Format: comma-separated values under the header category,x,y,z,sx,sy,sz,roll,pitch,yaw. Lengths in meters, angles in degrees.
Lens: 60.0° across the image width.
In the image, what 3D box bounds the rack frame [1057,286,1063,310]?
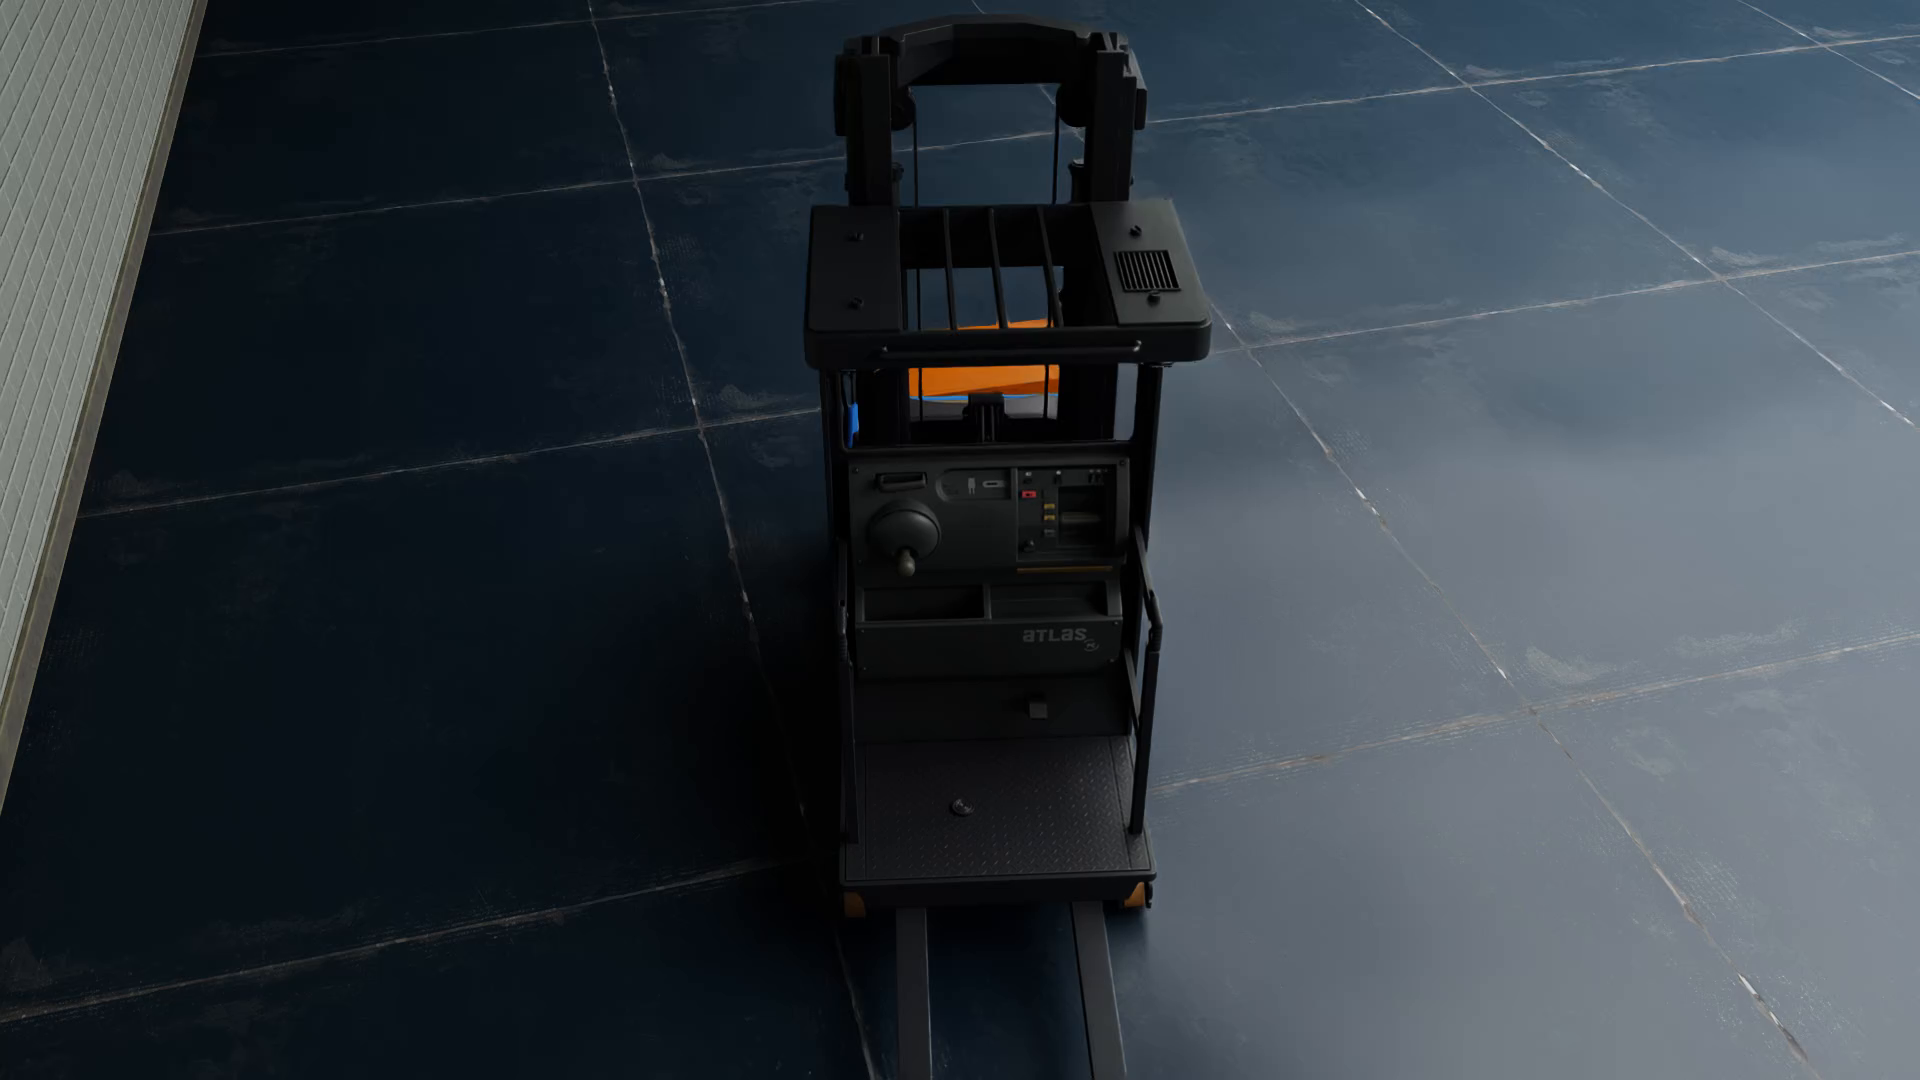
category,x,y,z,sx,sy,sz,roll,pitch,yaw
rack frame,0.501,-0.529,7.516,0.032,1.125,0.500,-8,38,-11

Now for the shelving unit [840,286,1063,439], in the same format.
category,x,y,z,sx,sy,sz,roll,pitch,yaw
shelving unit,0.007,-0.456,7.420,1.048,1.125,0.538,-8,38,-11

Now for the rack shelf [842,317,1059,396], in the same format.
category,x,y,z,sx,sy,sz,roll,pitch,yaw
rack shelf,0.007,-0.689,7.243,1.000,0.278,0.538,-8,38,-11

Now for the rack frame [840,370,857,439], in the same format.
category,x,y,z,sx,sy,sz,roll,pitch,yaw
rack frame,-0.487,-0.383,7.325,0.032,1.125,0.500,-8,38,-11

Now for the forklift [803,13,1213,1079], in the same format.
category,x,y,z,sx,sy,sz,roll,pitch,yaw
forklift,0.110,-0.013,5.355,1.130,2.935,3.031,-2,37,-2
